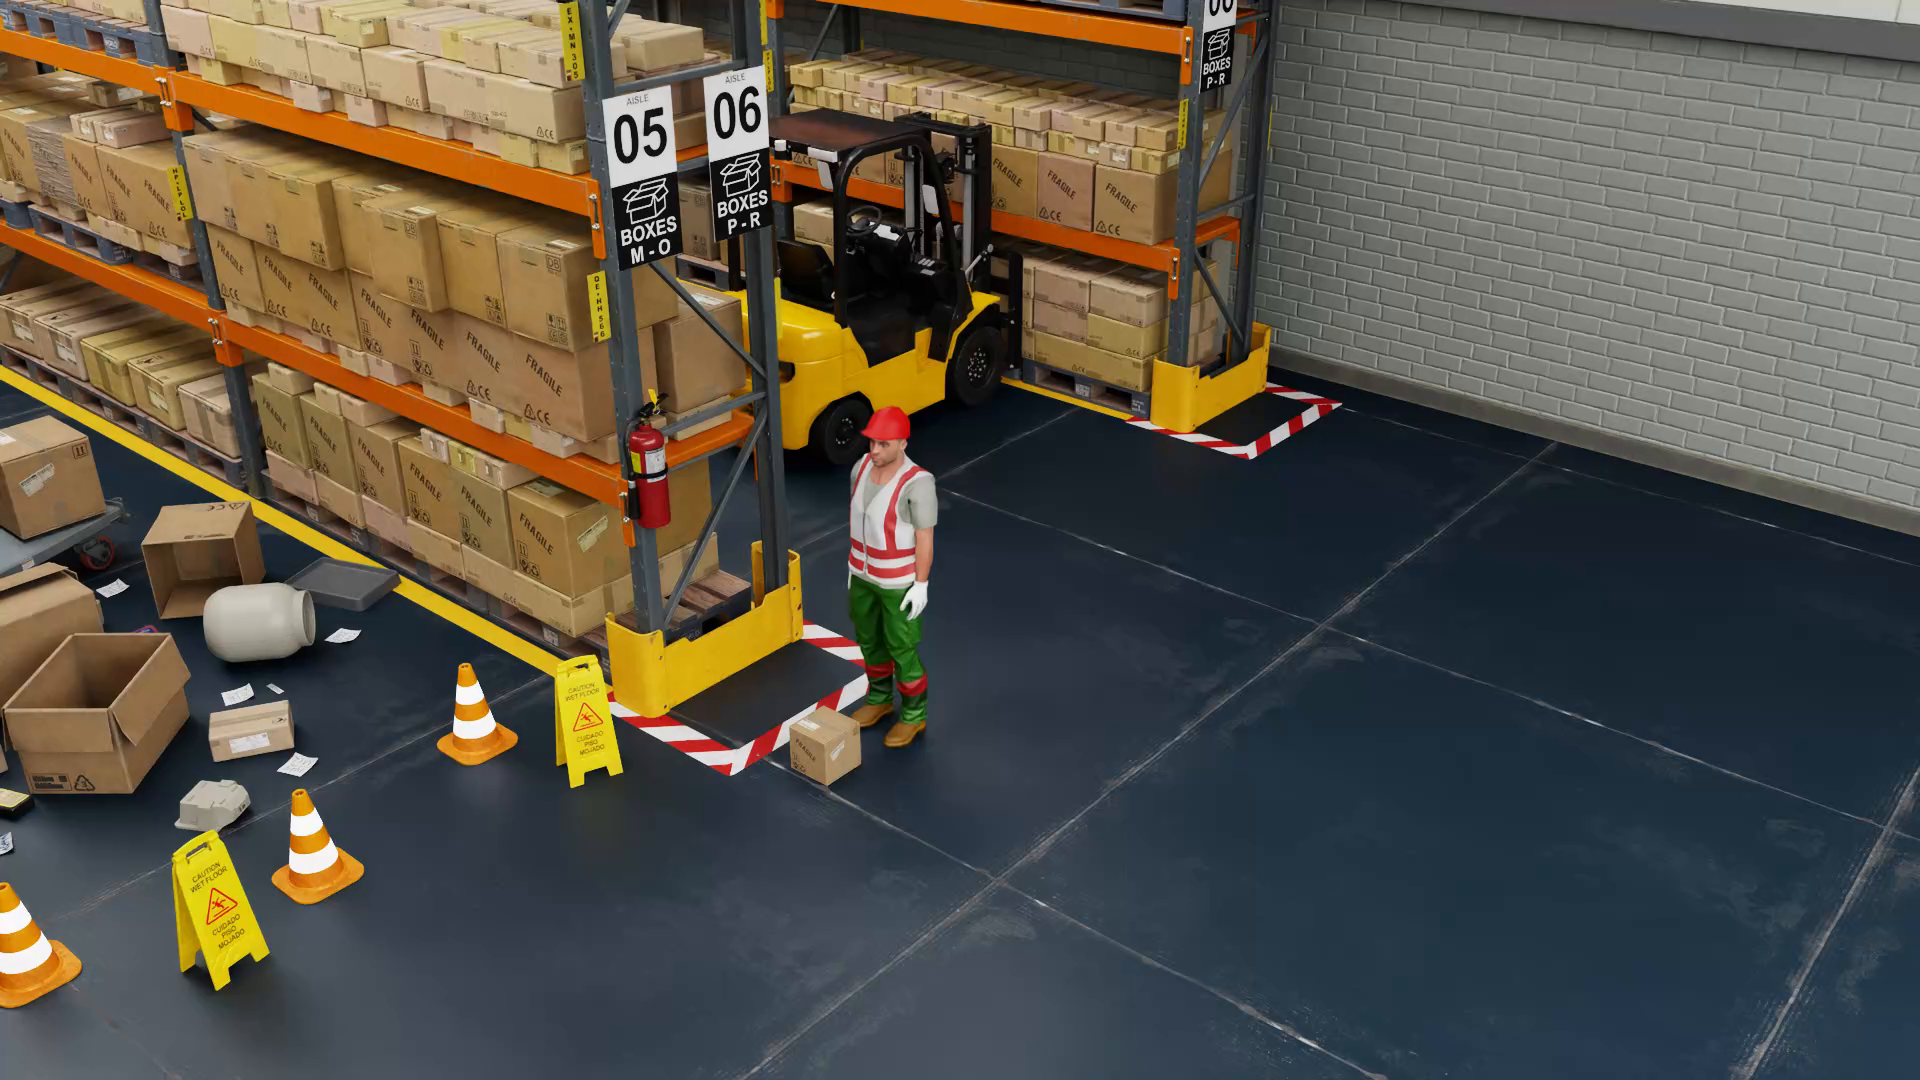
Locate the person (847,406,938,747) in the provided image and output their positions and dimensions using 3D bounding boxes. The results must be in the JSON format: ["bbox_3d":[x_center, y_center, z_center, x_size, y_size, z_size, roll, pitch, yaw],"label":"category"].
[{"bbox_3d":[-0.357,0.175,8.250,0.523,1.787,0.344,22,34,36],"label":"person"}]
